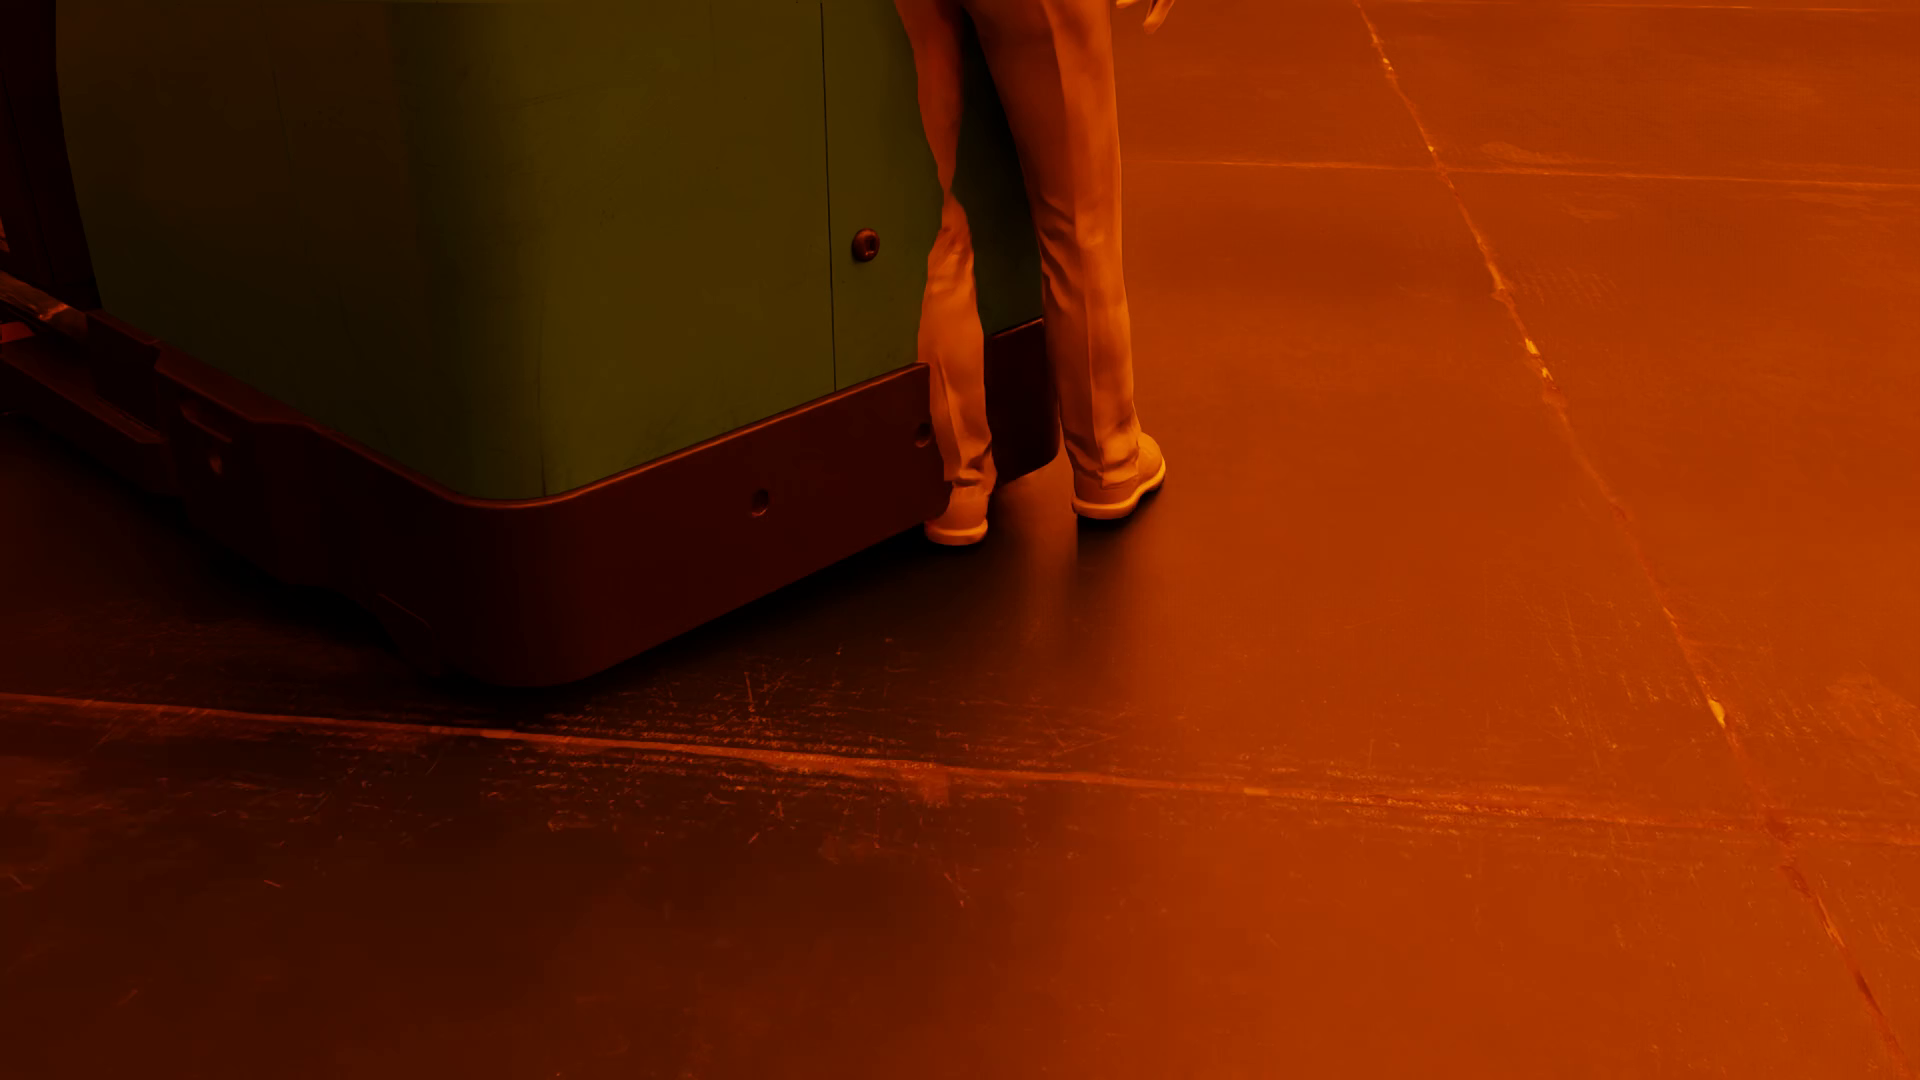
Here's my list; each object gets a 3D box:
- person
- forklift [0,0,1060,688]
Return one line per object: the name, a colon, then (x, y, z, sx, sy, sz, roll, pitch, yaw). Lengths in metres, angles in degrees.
person: (0.016, -0.795, 2.179, 0.586, 1.694, 0.530, 3, 27, 7)
forklift: (-1.270, -1.680, 2.584, 3.031, 2.935, 1.130, 22, 34, 37)
